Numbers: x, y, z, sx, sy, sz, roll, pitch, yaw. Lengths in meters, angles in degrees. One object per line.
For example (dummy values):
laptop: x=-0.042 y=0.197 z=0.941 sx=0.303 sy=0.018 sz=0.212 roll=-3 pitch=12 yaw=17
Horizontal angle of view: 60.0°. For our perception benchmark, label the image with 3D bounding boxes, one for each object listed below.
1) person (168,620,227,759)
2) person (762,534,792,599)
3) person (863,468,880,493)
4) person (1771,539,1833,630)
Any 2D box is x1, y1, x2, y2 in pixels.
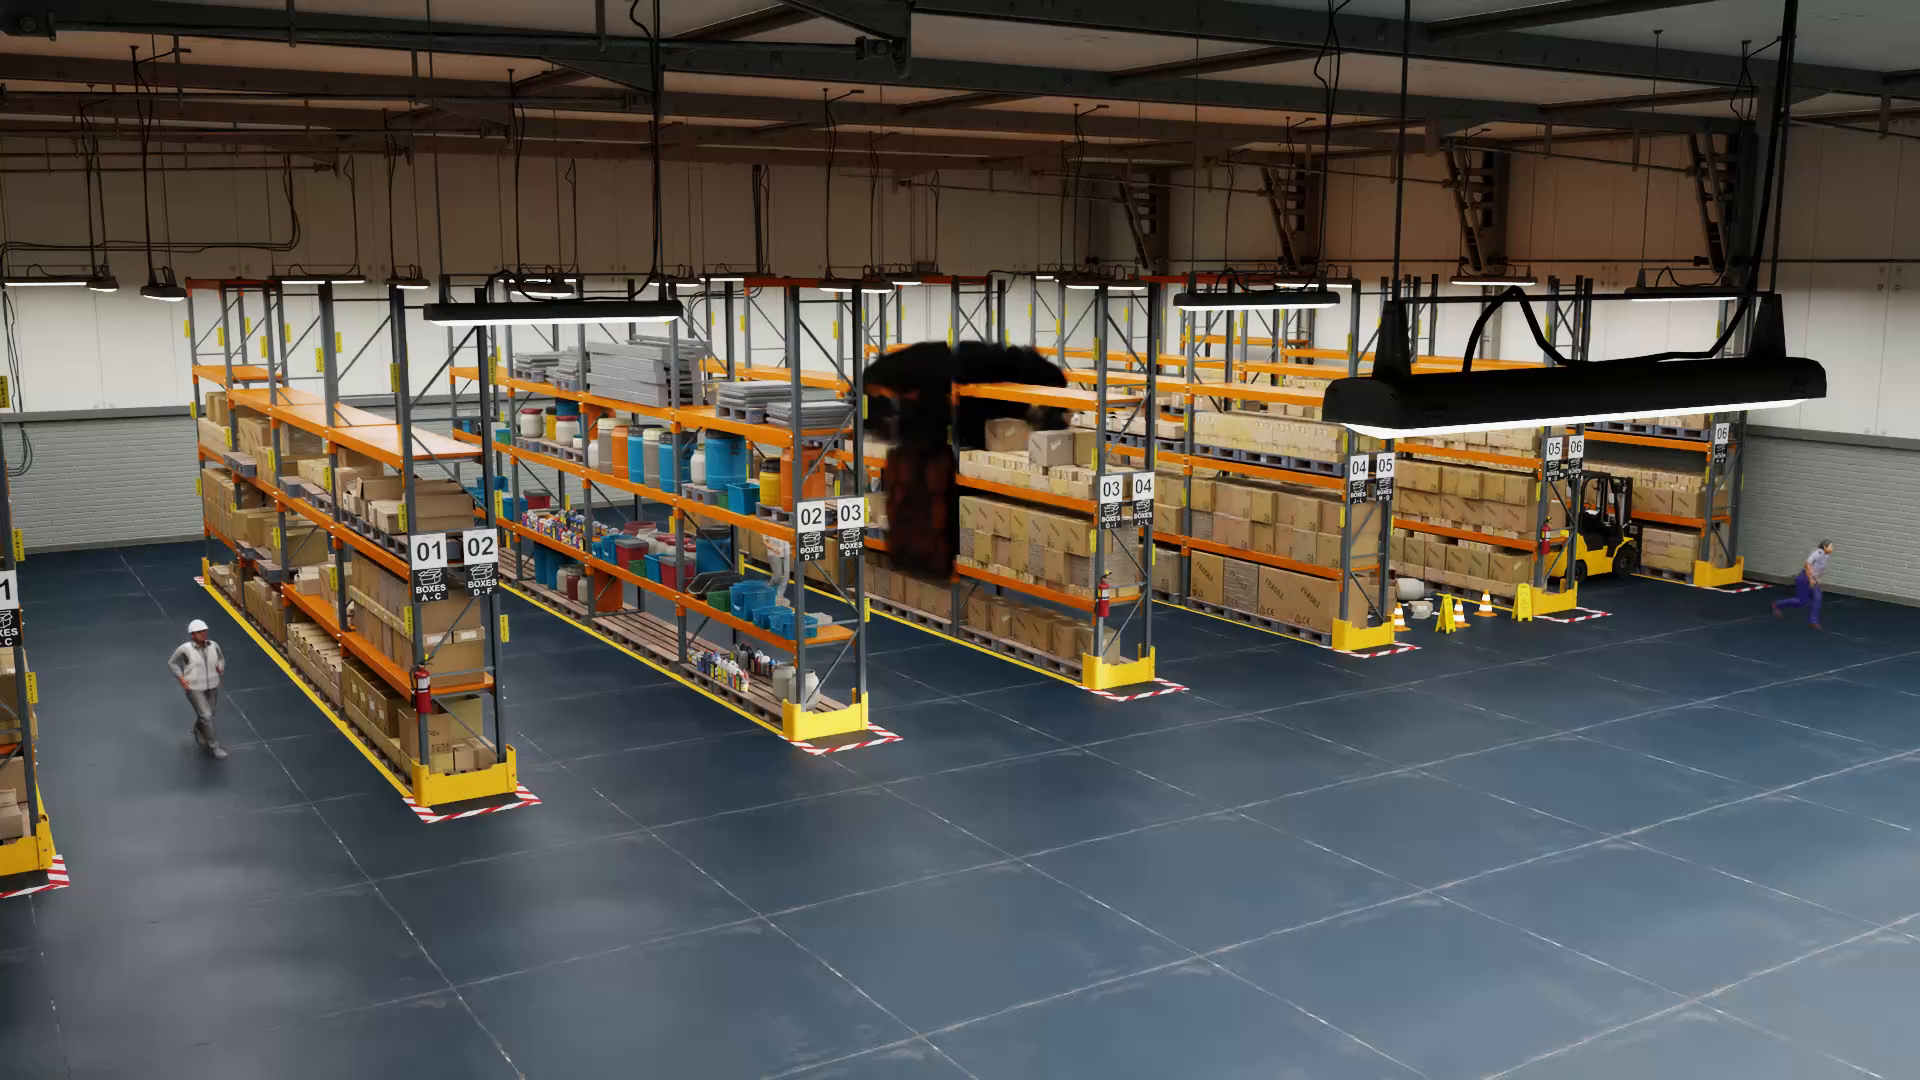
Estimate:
person: x=-9.778 y=1.890 z=21.414 sx=0.868 sy=1.773 sz=0.668 roll=8 pitch=12 yaw=38
person: x=-3.239 y=0.284 z=29.712 sx=0.595 sy=1.643 sz=0.513 roll=-8 pitch=13 yaw=-41
person: x=-2.148 y=-1.568 z=42.064 sx=0.751 sy=1.749 sz=0.683 roll=-9 pitch=13 yaw=-42
person: x=14.674 y=0.754 z=28.997 sx=0.894 sy=1.595 sz=0.615 roll=6 pitch=11 yaw=30
